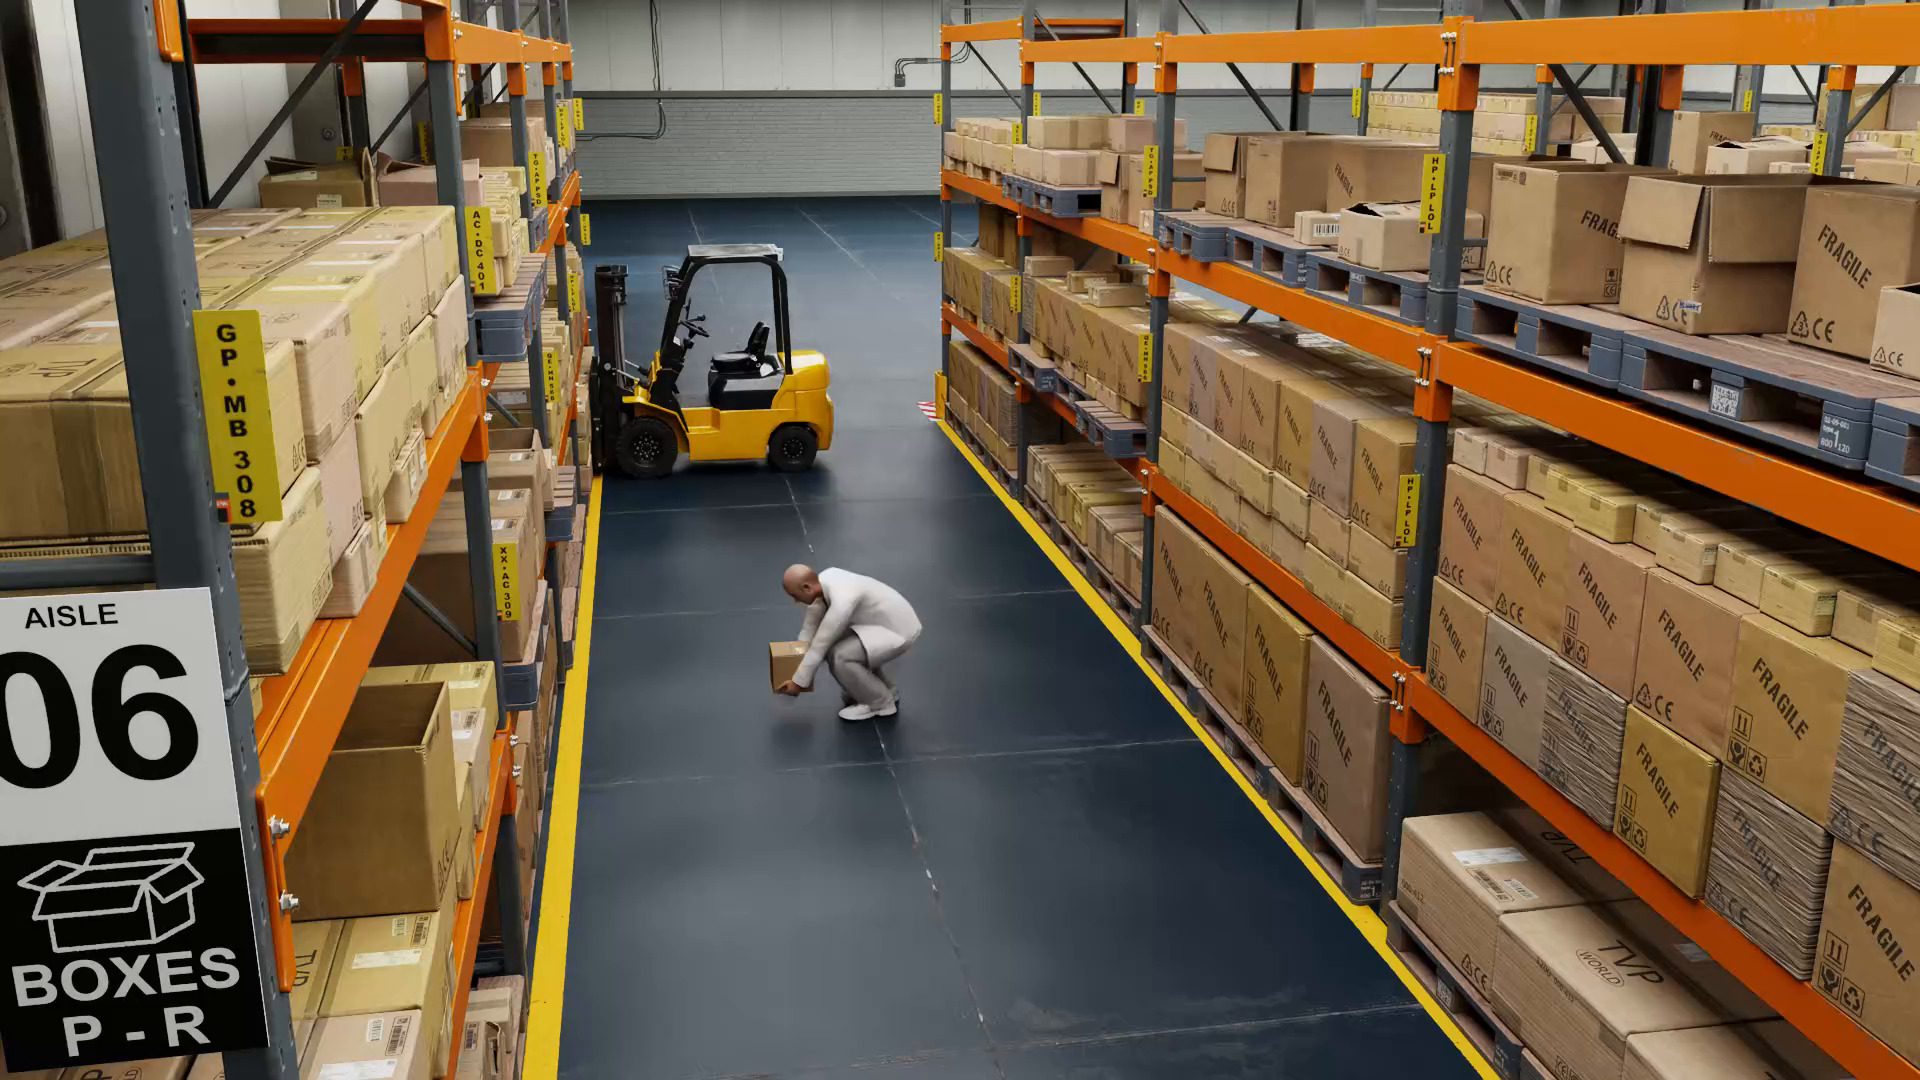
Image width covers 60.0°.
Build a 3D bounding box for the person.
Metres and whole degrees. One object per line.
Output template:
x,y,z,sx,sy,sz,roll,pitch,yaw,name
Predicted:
-0.702,0.637,10.392,0.930,0.930,0.568,-3,16,-12,person
